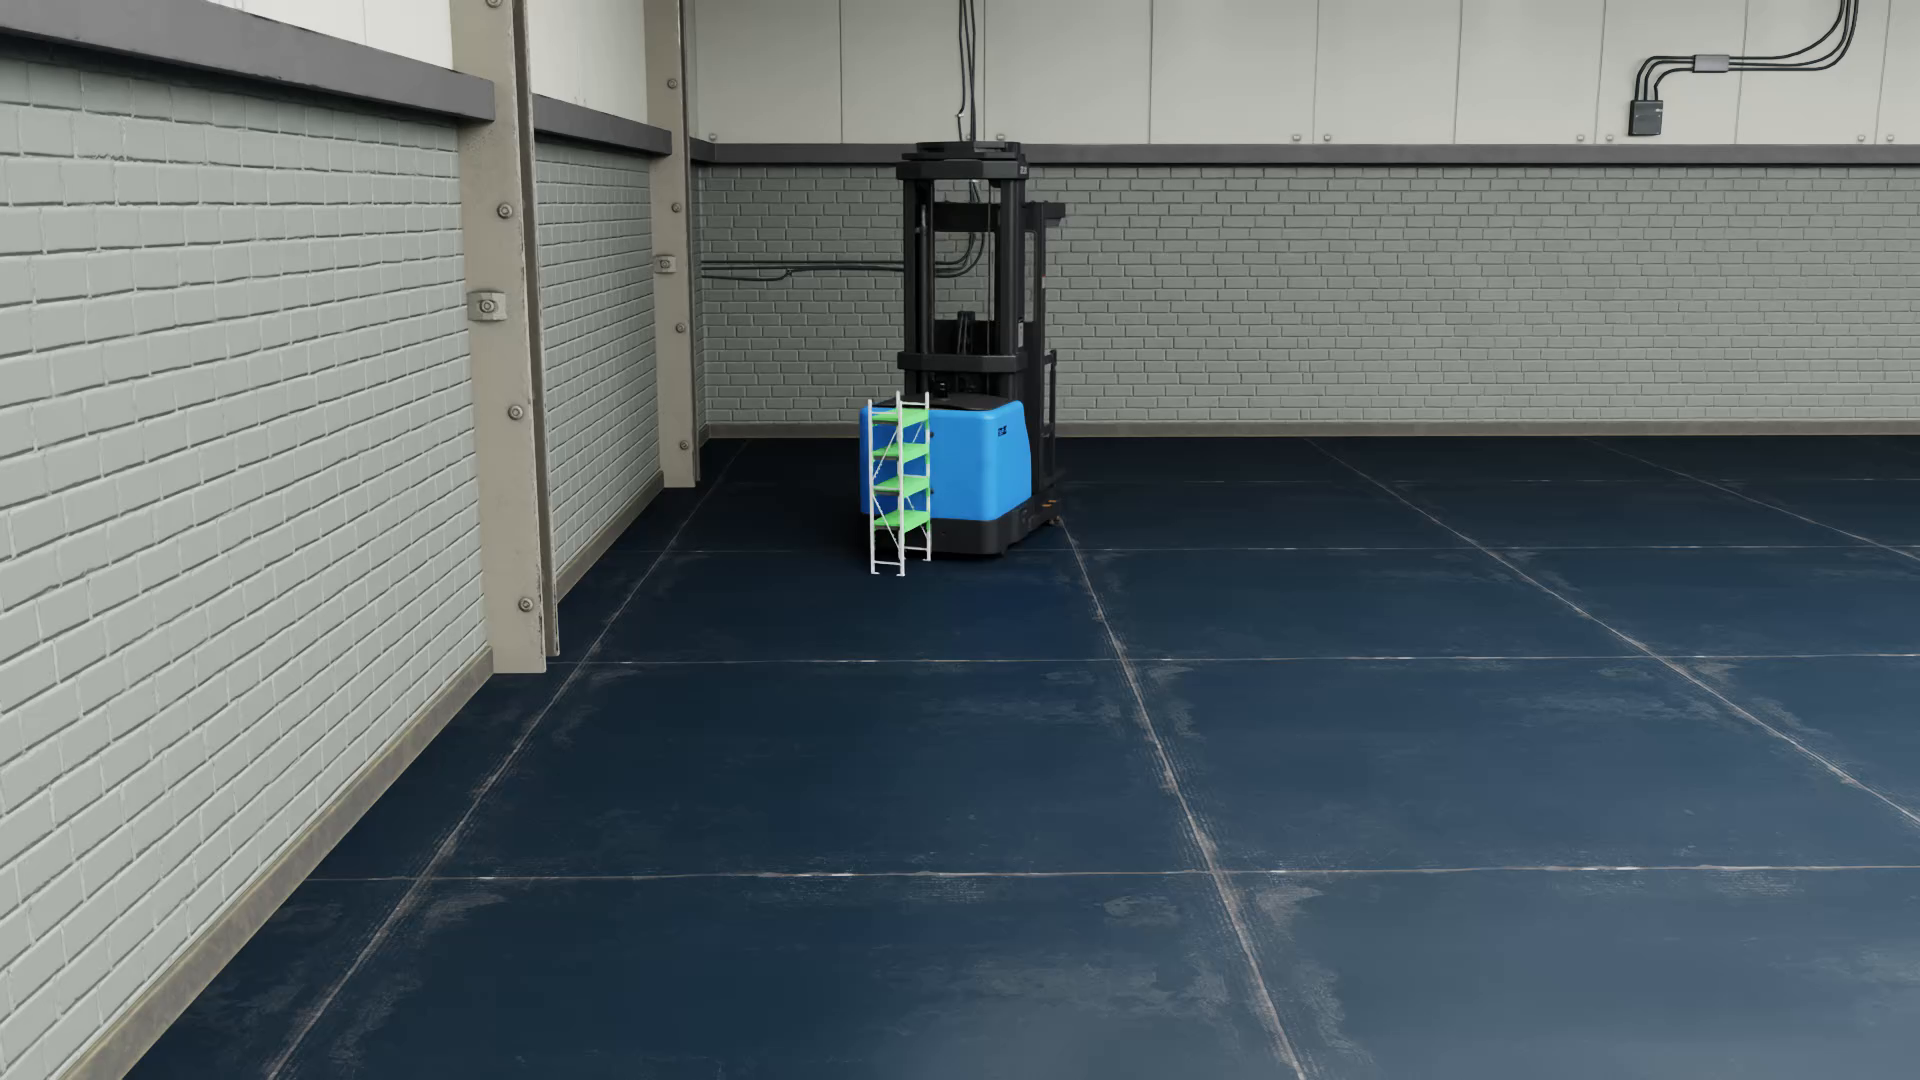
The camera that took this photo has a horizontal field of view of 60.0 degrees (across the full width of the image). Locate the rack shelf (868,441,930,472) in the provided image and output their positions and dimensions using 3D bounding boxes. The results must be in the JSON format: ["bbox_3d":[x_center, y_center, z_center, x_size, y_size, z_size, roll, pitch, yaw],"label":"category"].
[{"bbox_3d":[-0.415,-0.569,11.438,0.258,0.148,0.480,4,13,20],"label":"rack shelf"}]

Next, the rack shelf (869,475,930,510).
[{"bbox_3d":[-0.413,-0.334,11.489,0.258,0.148,0.480,4,13,20],"label":"rack shelf"}]

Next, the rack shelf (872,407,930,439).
[{"bbox_3d":[-0.416,-0.803,11.387,0.258,0.148,0.480,4,13,20],"label":"rack shelf"}]

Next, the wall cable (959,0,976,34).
[{"bbox_3d":[1.430,-6.477,16.960,3.097,2.526,0.112,0,11,-1],"label":"wall cable"}]

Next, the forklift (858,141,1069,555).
[{"bbox_3d":[0.185,-1.577,12.960,1.130,2.935,3.031,3,12,17],"label":"forklift"}]

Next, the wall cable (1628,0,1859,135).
[{"bbox_3d":[8.217,-7.215,16.938,2.305,6.003,0.169,0,11,-1],"label":"wall cable"}]

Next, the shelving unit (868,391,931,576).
[{"bbox_3d":[-0.414,-0.397,11.476,0.258,1.200,0.503,4,13,20],"label":"shelving unit"}]

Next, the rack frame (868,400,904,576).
[{"bbox_3d":[-0.500,-0.347,11.253,0.240,1.200,0.015,4,13,20],"label":"rack frame"}]

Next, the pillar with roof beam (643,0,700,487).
[{"bbox_3d":[1.768,-4.939,14.273,9.100,9.000,0.400,0,11,-1],"label":"pillar with roof beam"}]

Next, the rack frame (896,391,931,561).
[{"bbox_3d":[-0.327,-0.446,11.699,0.240,1.200,0.015,4,13,20],"label":"rack frame"}]

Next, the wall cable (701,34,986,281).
[{"bbox_3d":[-1.275,-3.991,17.408,3.097,2.526,0.112,0,11,-1],"label":"wall cable"}]

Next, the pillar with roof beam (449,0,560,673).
[{"bbox_3d":[1.892,-3.747,8.394,9.100,9.000,0.400,0,11,-1],"label":"pillar with roof beam"}]

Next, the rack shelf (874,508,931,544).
[{"bbox_3d":[-0.412,-0.100,11.541,0.258,0.148,0.480,4,13,20],"label":"rack shelf"}]
